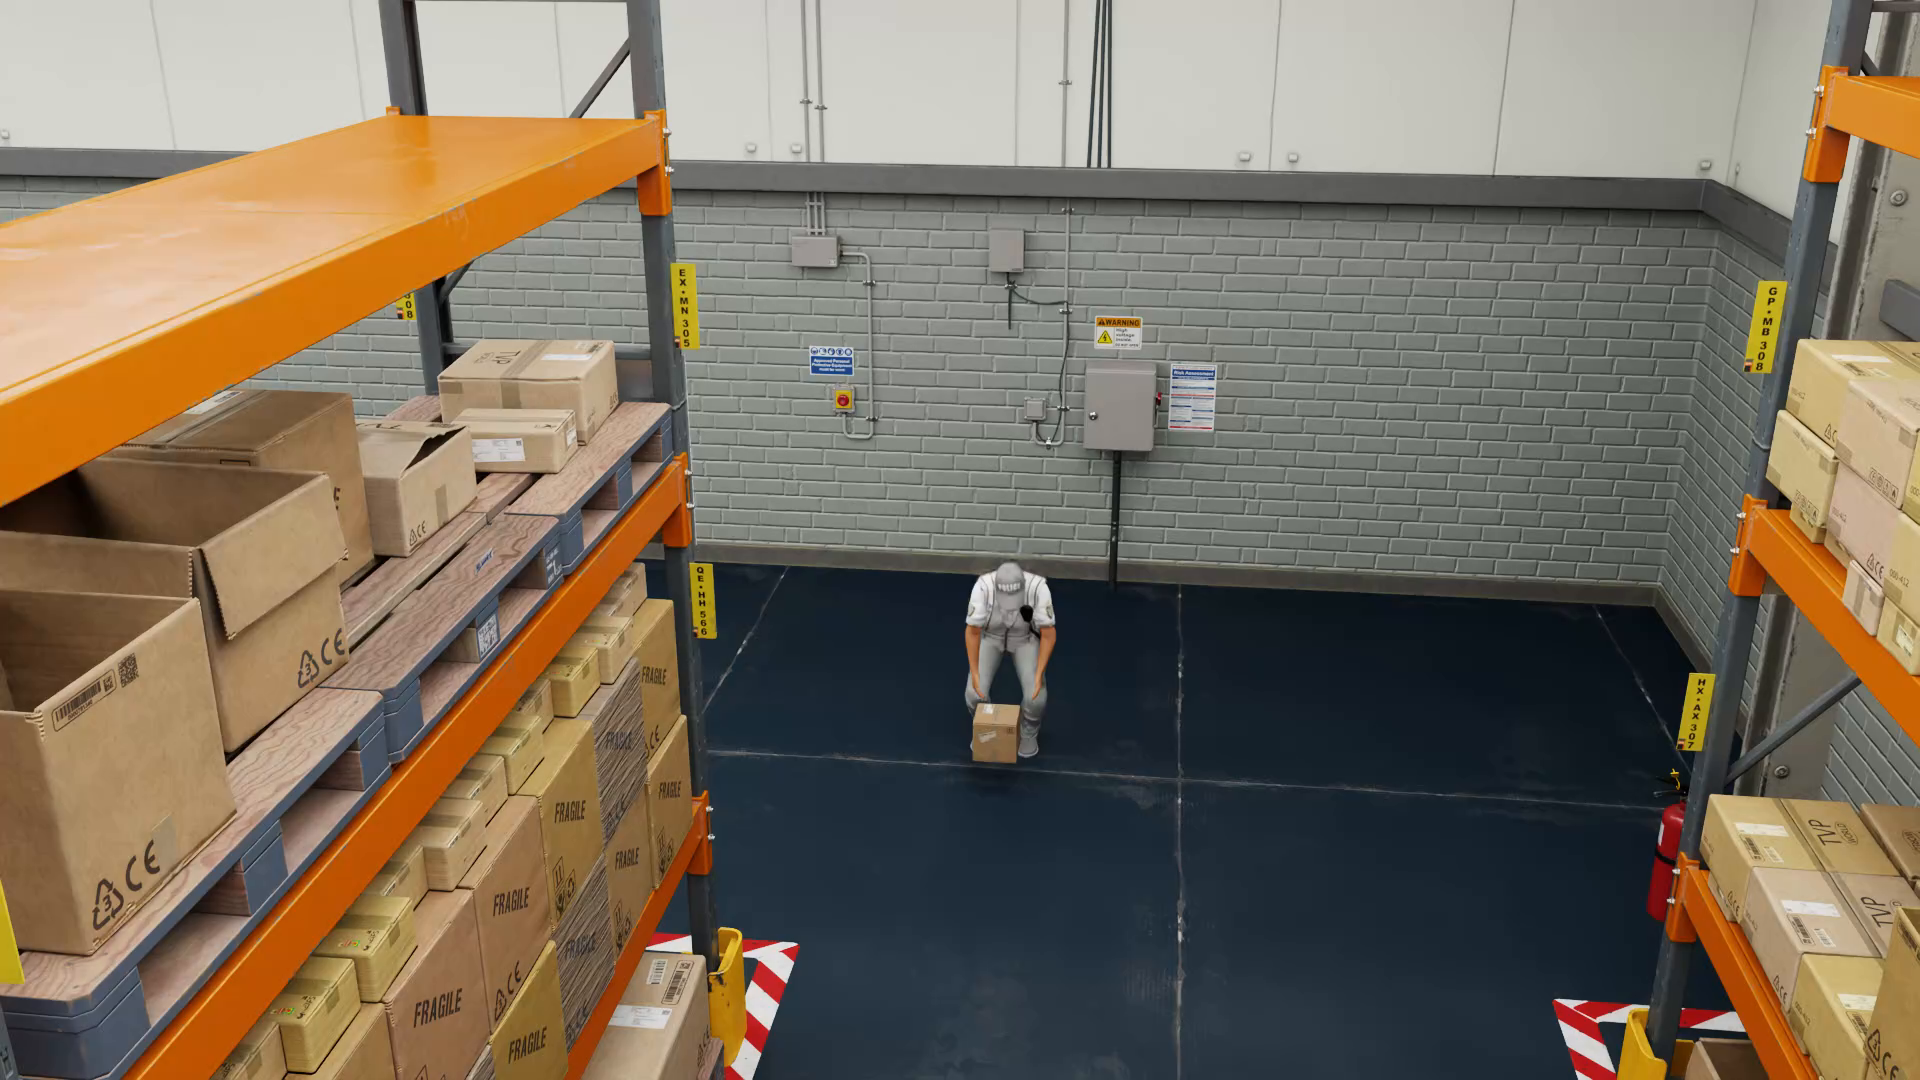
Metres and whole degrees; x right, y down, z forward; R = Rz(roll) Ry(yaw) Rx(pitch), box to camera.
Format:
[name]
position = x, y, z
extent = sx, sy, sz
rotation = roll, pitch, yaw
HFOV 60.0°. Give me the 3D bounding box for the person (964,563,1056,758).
[person]
position = 0.306, 0.664, 9.861
extent = 0.538, 1.324, 0.758
rotation = 3, 21, 6
